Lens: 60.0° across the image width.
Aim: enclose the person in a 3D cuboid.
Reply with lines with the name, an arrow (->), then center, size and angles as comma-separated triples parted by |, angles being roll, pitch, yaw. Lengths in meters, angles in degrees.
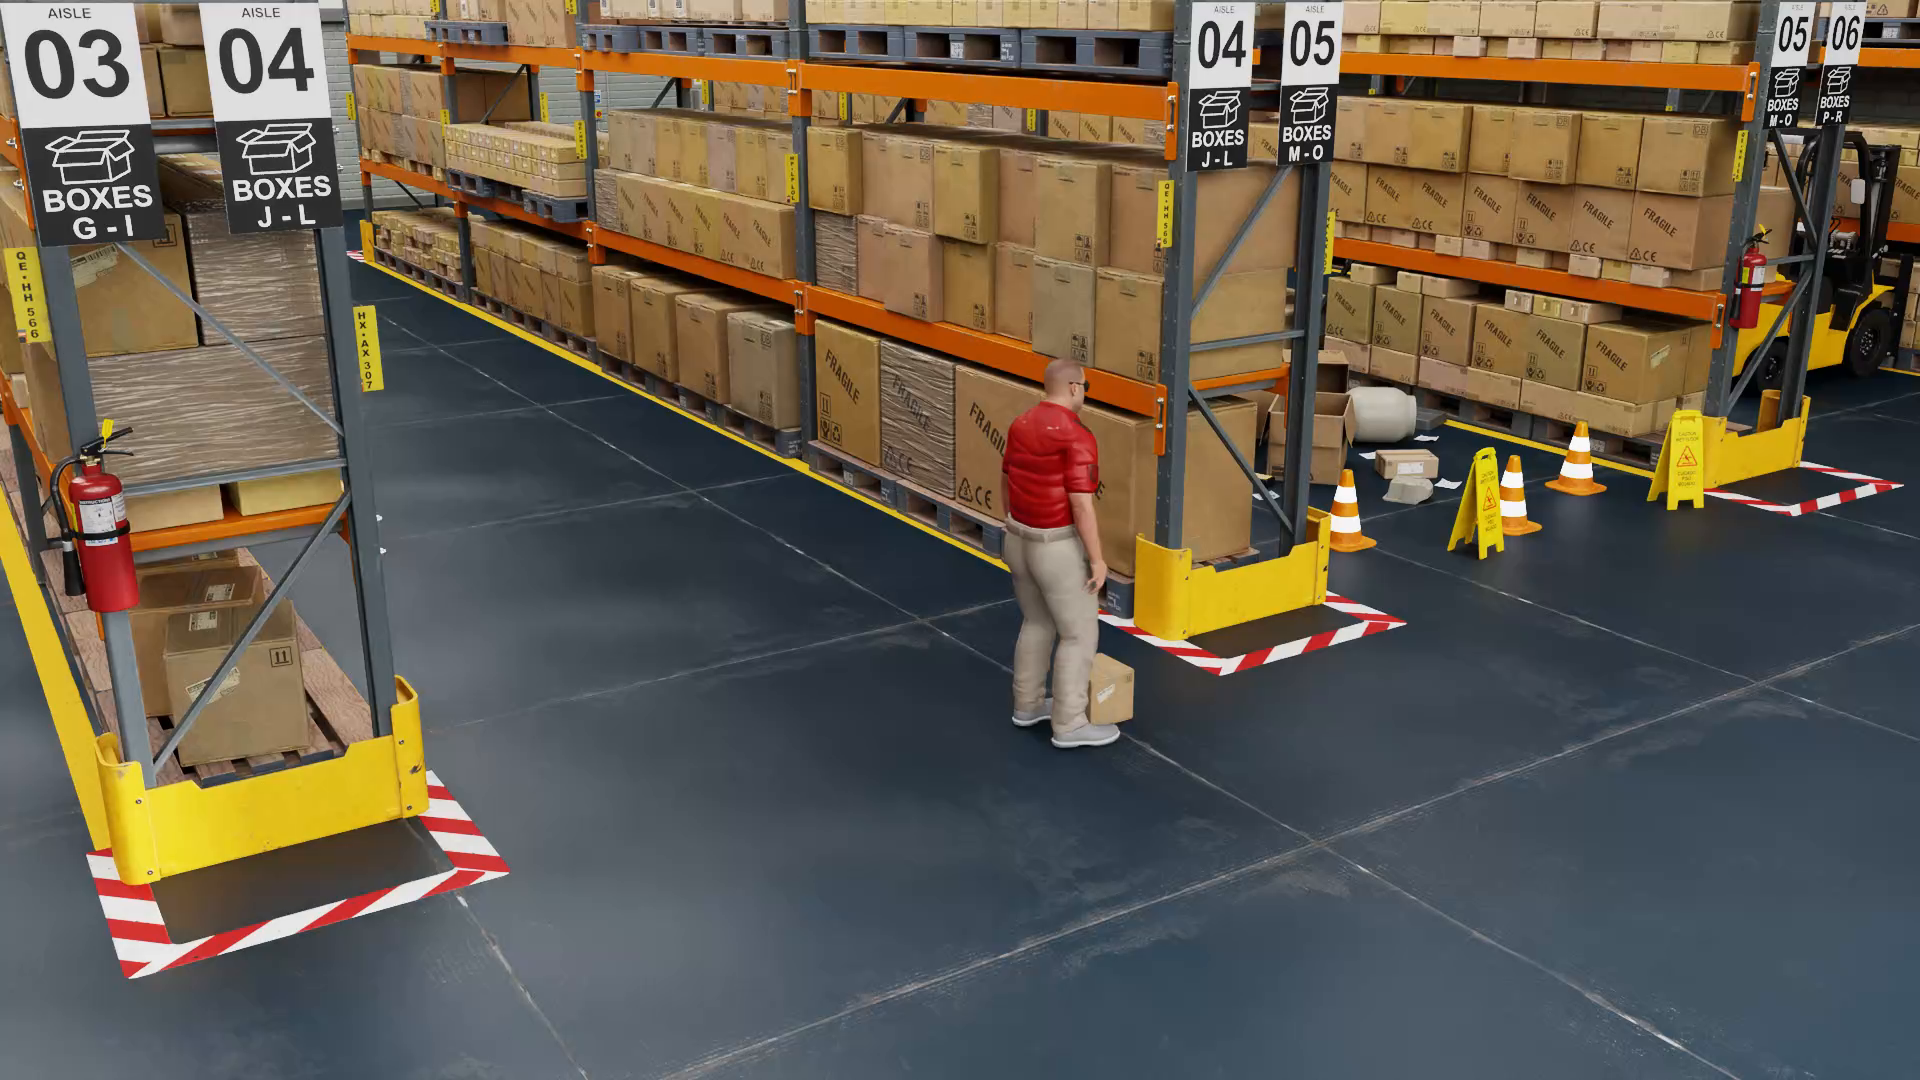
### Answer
person -> 0.429, 0.133, 7.450 | 0.394, 1.551, 0.588 | -13, 22, -35
